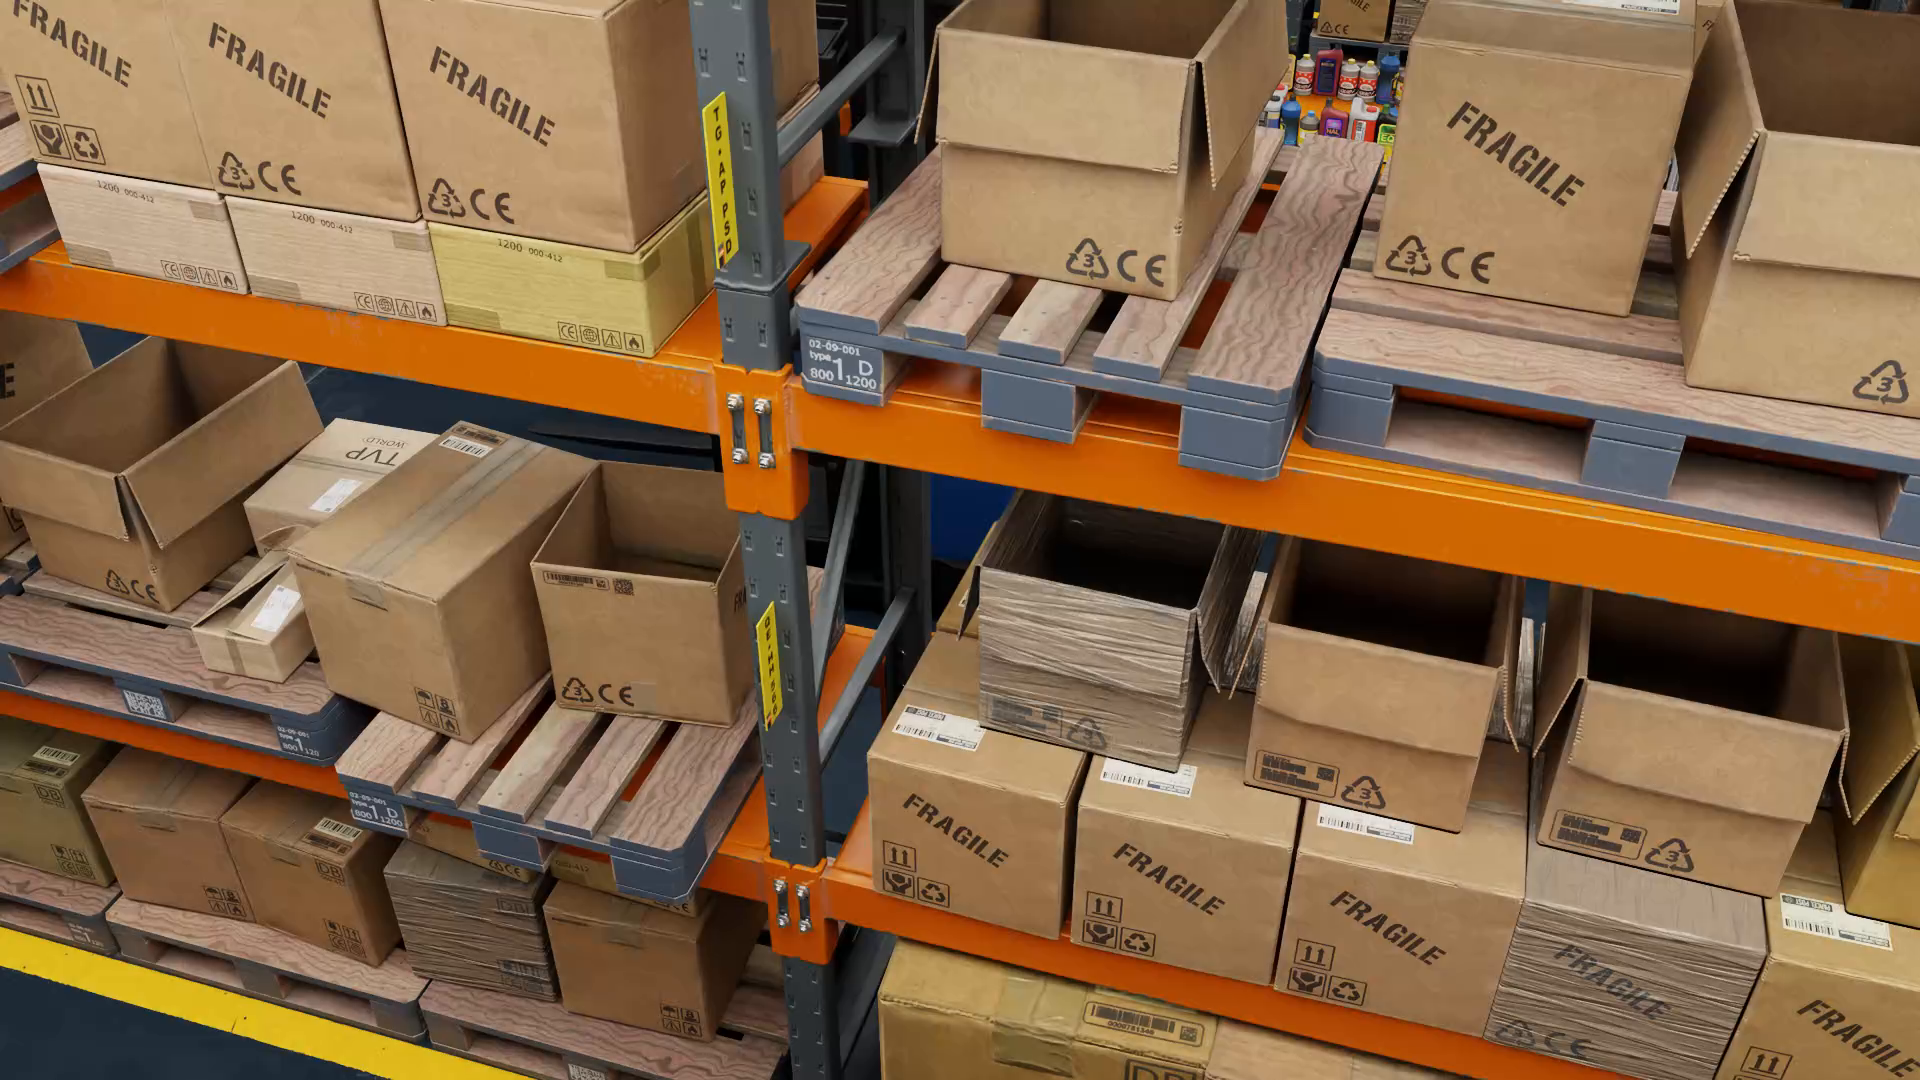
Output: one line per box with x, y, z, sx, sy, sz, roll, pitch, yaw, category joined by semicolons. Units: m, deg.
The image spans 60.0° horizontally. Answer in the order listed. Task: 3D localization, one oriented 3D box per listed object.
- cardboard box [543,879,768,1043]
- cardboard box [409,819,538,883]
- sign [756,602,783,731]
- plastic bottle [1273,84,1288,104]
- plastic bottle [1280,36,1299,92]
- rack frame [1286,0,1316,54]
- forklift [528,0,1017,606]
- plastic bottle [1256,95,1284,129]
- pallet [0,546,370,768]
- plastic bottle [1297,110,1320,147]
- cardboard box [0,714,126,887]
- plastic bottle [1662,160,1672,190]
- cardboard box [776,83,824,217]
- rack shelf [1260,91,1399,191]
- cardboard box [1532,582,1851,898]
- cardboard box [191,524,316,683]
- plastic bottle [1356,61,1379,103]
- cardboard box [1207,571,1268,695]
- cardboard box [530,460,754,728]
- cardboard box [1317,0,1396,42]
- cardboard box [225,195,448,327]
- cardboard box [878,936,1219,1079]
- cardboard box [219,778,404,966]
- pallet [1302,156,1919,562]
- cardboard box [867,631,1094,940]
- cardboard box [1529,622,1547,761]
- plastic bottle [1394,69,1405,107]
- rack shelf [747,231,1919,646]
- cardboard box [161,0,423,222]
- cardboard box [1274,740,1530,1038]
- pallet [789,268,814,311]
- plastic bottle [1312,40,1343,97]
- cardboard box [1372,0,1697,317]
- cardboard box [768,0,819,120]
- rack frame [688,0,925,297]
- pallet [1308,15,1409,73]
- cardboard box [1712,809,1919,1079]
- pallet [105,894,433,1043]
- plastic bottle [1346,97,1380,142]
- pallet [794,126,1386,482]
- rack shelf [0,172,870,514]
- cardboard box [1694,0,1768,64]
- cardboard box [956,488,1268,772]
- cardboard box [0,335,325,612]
-0.938;1.146;5.400;0.500;0.500;0.700;9;37;11;cardboard box
-1.450;0.762;5.289;0.500;0.250;0.500;15;39;19;cardboard box
-0.445;0.298;3.904;0.005;0.325;0.100;10;38;14;sign
1.547;-2.155;8.252;0.135;0.276;0.152;10;38;14;plastic bottle
1.698;-2.501;8.717;0.133;0.283;0.061;10;38;14;plastic bottle
2.665;-5.181;12.258;0.127;3.000;1.000;10;38;14;rack frame
-0.664;-1.221;6.936;3.031;2.935;1.130;6;37;8;forklift
1.501;-2.069;8.136;0.135;0.276;0.152;10;38;14;plastic bottle
-2.194;0.174;5.144;1.213;0.211;1.003;10;38;14;pallet
1.697;-1.986;8.085;0.097;0.201;0.097;0;36;0;plastic bottle
-3.081;0.762;5.922;0.500;0.500;0.700;10;38;14;cardboard box
3.231;-1.702;7.699;0.097;0.201;0.097;0;36;0;plastic bottle
-0.665;-0.951;4.107;0.500;0.250;0.500;11;38;15;cardboard box
3.094;-1.735;8.184;4.000;0.370;1.077;10;38;14;rack shelf
1.664;0.350;3.814;0.637;0.503;0.797;12;38;15;cardboard box
-1.964;0.167;4.752;0.258;0.266;0.396;9;37;13;cardboard box
2.116;-2.380;8.620;0.097;0.201;0.097;0;36;0;plastic bottle
0.727;0.422;4.562;0.500;0.500;0.500;10;38;13;cardboard box
-0.820;0.142;4.588;0.500;0.500;0.500;6;37;8;cardboard box
3.015;-4.109;12.540;0.500;0.500;0.500;12;38;16;cardboard box
-1.297;-0.749;3.833;0.500;0.250;0.500;10;38;14;cardboard box
0.360;1.244;4.967;0.875;0.875;1.225;9;37;12;cardboard box
-2.014;0.959;5.654;0.500;0.500;0.700;14;38;18;cardboard box
1.407;-0.428;3.430;1.213;0.211;1.003;12;38;16;pallet
0.091;0.623;4.288;0.500;0.500;0.500;12;38;15;cardboard box
1.709;0.602;4.317;0.500;0.500;0.500;11;38;15;cardboard box
2.302;-2.345;8.574;0.097;0.201;0.097;0;36;0;plastic bottle
1.617;-0.141;3.487;4.000;0.370;1.077;10;38;14;rack shelf
-1.315;-1.053;3.614;0.500;0.500;0.500;10;38;14;cardboard box
1.074;0.802;4.046;0.500;0.500;0.500;10;37;13;cardboard box
-0.704;-1.631;9.788;1.213;0.211;1.003;10;38;14;pallet
1.918;-2.461;8.661;0.133;0.283;0.061;10;38;14;plastic bottle
1.162;-0.824;3.370;0.500;0.500;0.500;12;38;16;cardboard box
-0.664;-1.254;3.887;0.500;0.500;0.500;11;38;14;cardboard box
-0.292;-1.992;2.865;0.127;3.000;1.000;10;38;14;rack frame
3.367;-3.904;12.876;1.213;0.211;1.003;10;38;14;pallet
2.027;0.983;3.800;0.500;0.500;0.500;10;38;13;cardboard box
-2.198;1.191;5.953;1.213;0.211;1.003;10;38;14;pallet
1.943;-1.987;8.024;0.135;0.276;0.152;10;38;14;plastic bottle
0.338;-0.624;3.697;1.003;0.211;1.213;12;38;16;pallet
-2.201;-0.848;4.448;4.000;0.370;1.077;10;38;14;rack shelf
5.457;-3.661;11.931;0.500;0.500;0.500;11;38;14;cardboard box
0.401;0.118;4.129;0.637;0.503;0.797;12;38;15;cardboard box
-2.428;-0.240;5.104;0.637;0.503;0.797;14;39;19;cardboard box
